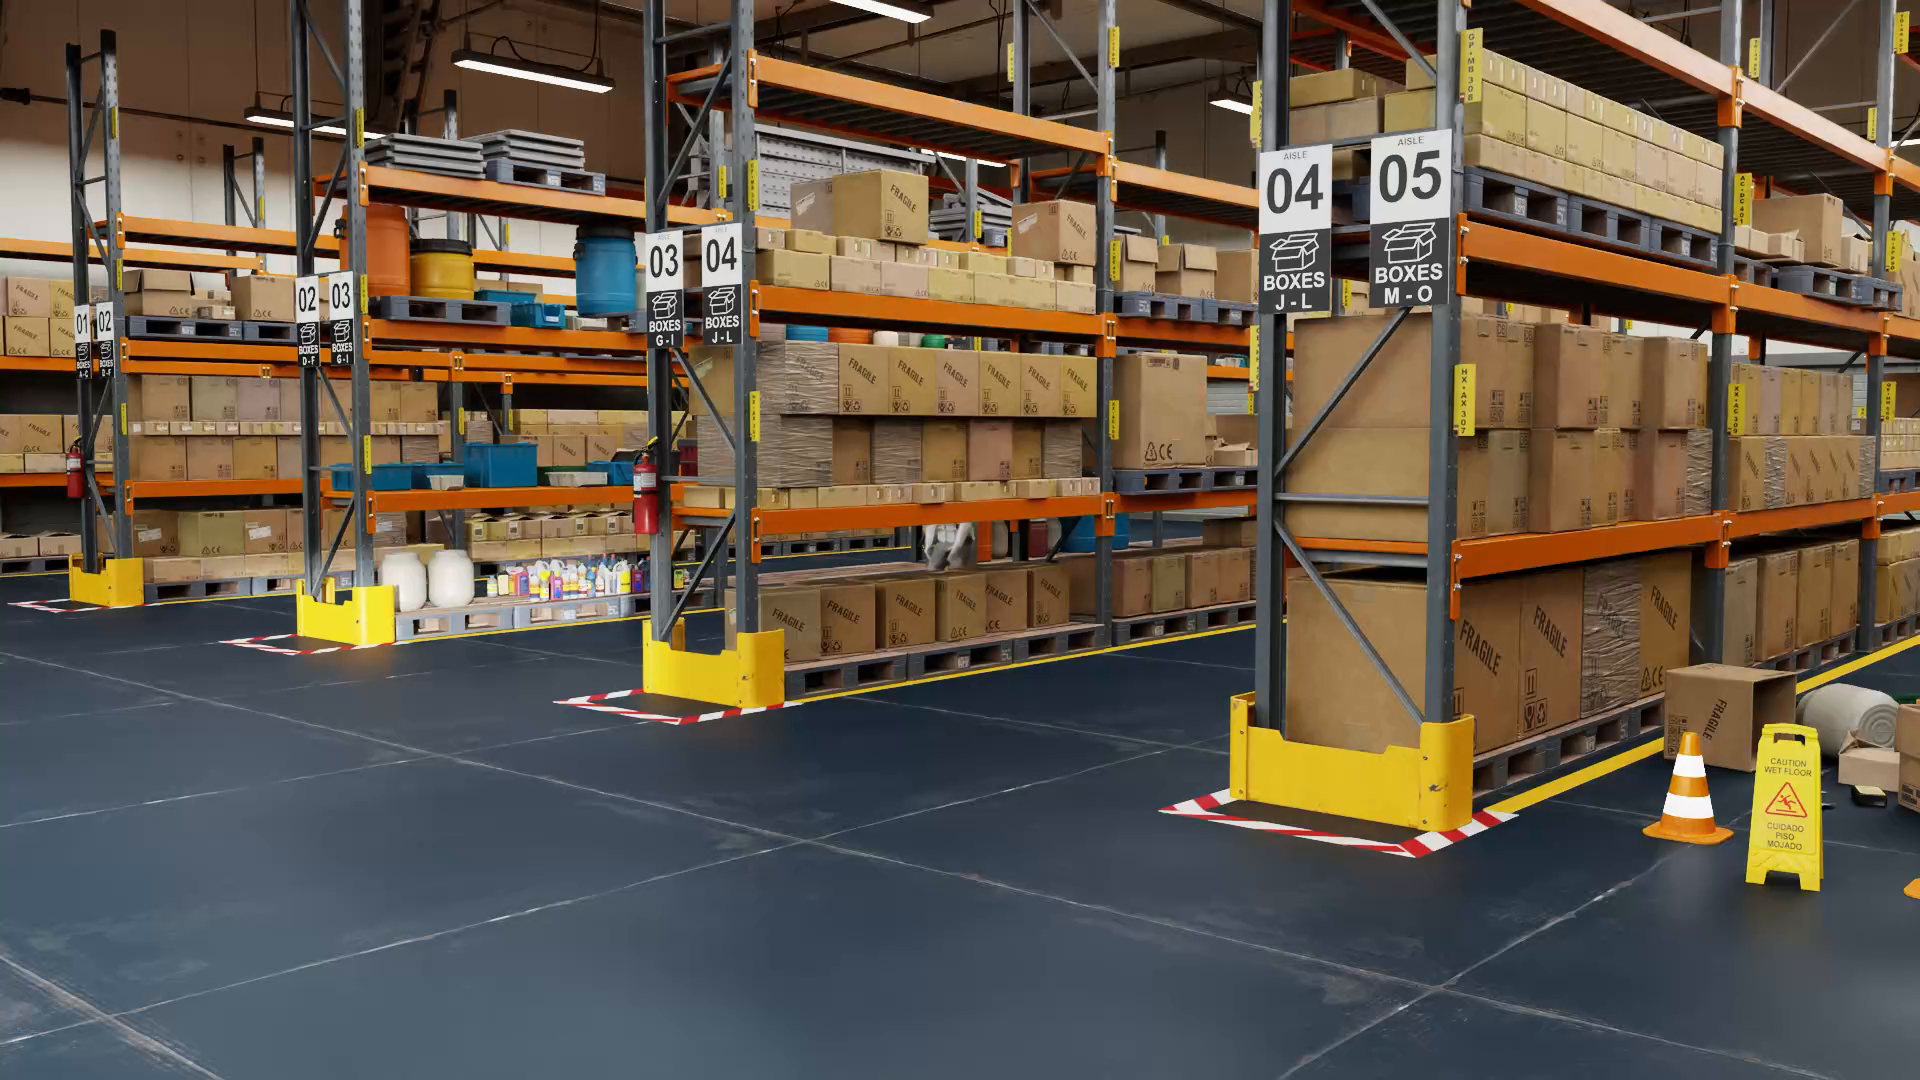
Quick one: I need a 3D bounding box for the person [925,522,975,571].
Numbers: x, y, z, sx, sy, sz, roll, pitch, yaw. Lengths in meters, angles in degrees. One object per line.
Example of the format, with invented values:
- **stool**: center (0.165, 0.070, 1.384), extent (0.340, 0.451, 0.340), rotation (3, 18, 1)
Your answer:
- **person**: center (-0.099, 0.051, 15.621), extent (0.520, 1.560, 0.548), rotation (3, 5, 42)
